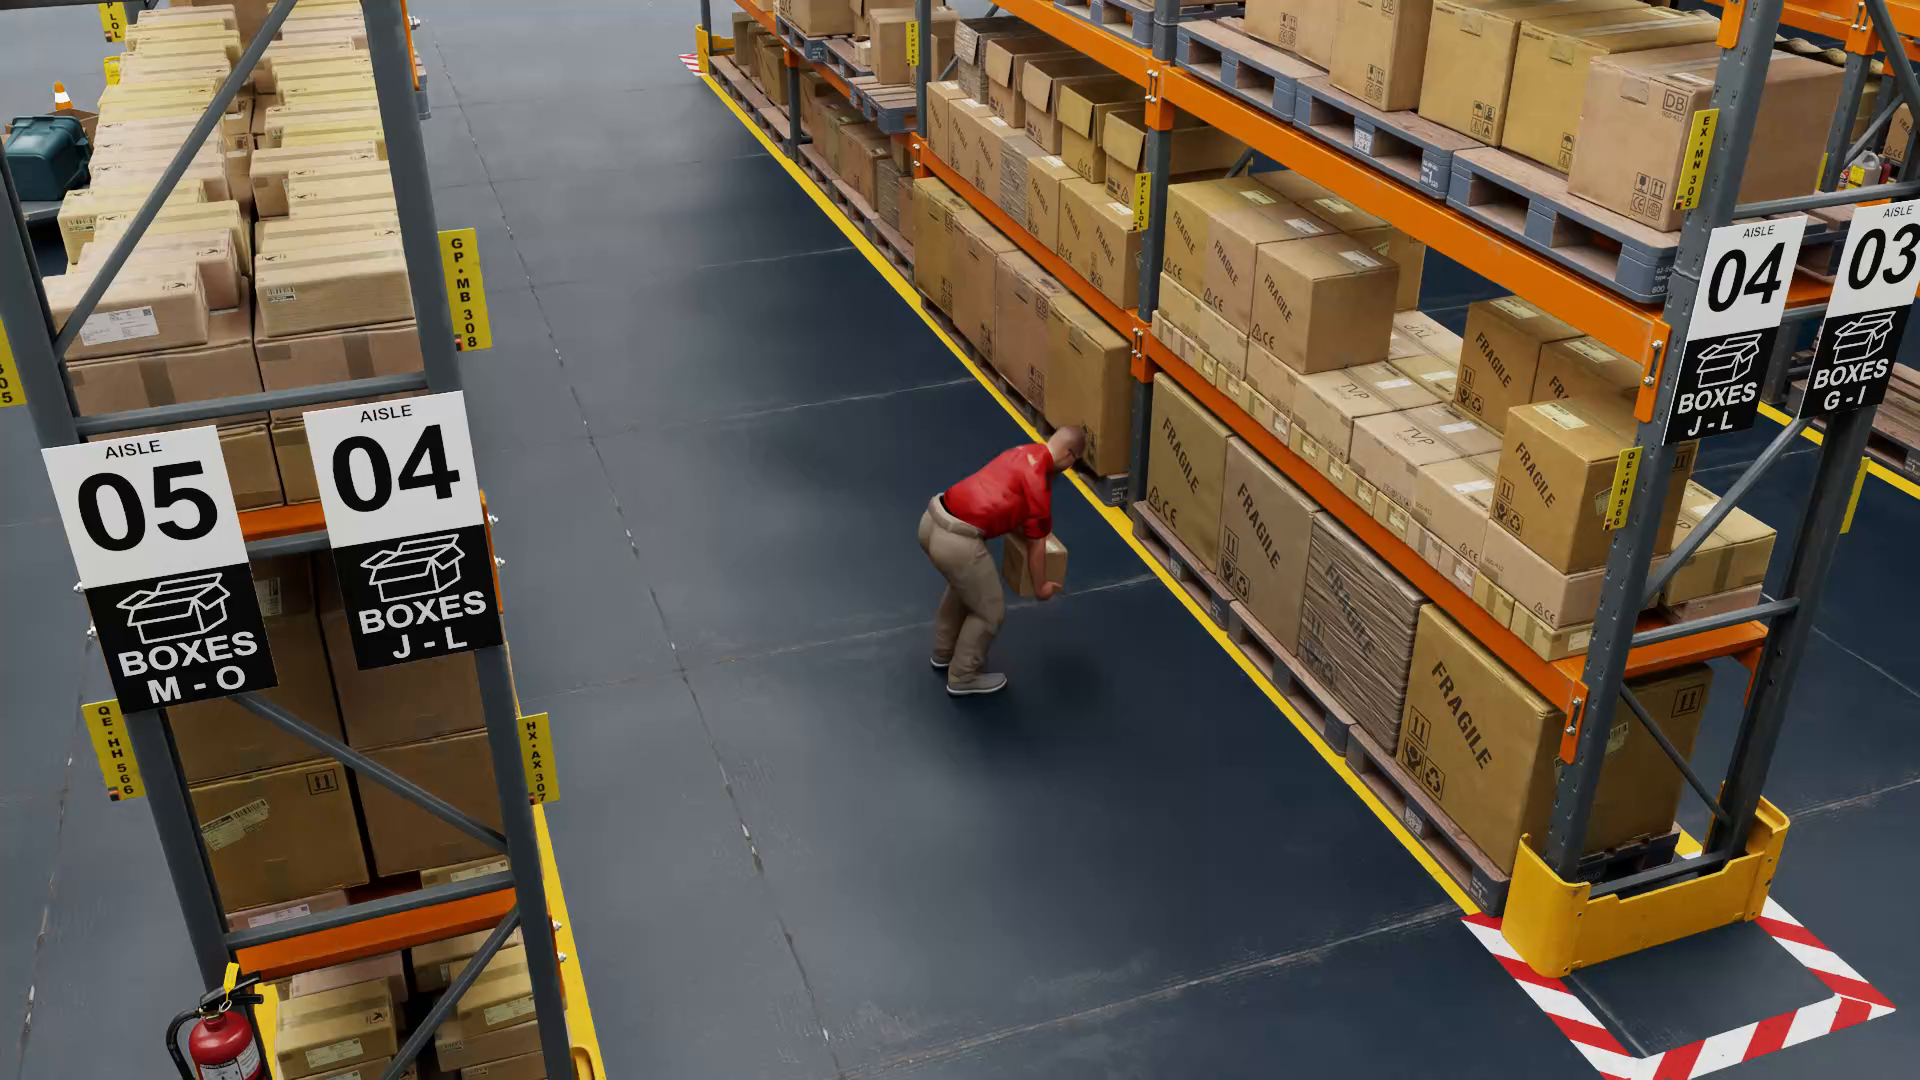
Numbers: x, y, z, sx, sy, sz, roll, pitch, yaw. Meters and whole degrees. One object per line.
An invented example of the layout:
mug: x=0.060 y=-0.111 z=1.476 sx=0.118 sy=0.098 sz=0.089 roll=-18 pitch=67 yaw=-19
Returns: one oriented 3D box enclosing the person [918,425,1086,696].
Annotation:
person: x=0.227 y=0.087 z=8.576 sx=0.876 sy=1.373 sz=0.473 roll=-11 pitch=32 yaw=-19
